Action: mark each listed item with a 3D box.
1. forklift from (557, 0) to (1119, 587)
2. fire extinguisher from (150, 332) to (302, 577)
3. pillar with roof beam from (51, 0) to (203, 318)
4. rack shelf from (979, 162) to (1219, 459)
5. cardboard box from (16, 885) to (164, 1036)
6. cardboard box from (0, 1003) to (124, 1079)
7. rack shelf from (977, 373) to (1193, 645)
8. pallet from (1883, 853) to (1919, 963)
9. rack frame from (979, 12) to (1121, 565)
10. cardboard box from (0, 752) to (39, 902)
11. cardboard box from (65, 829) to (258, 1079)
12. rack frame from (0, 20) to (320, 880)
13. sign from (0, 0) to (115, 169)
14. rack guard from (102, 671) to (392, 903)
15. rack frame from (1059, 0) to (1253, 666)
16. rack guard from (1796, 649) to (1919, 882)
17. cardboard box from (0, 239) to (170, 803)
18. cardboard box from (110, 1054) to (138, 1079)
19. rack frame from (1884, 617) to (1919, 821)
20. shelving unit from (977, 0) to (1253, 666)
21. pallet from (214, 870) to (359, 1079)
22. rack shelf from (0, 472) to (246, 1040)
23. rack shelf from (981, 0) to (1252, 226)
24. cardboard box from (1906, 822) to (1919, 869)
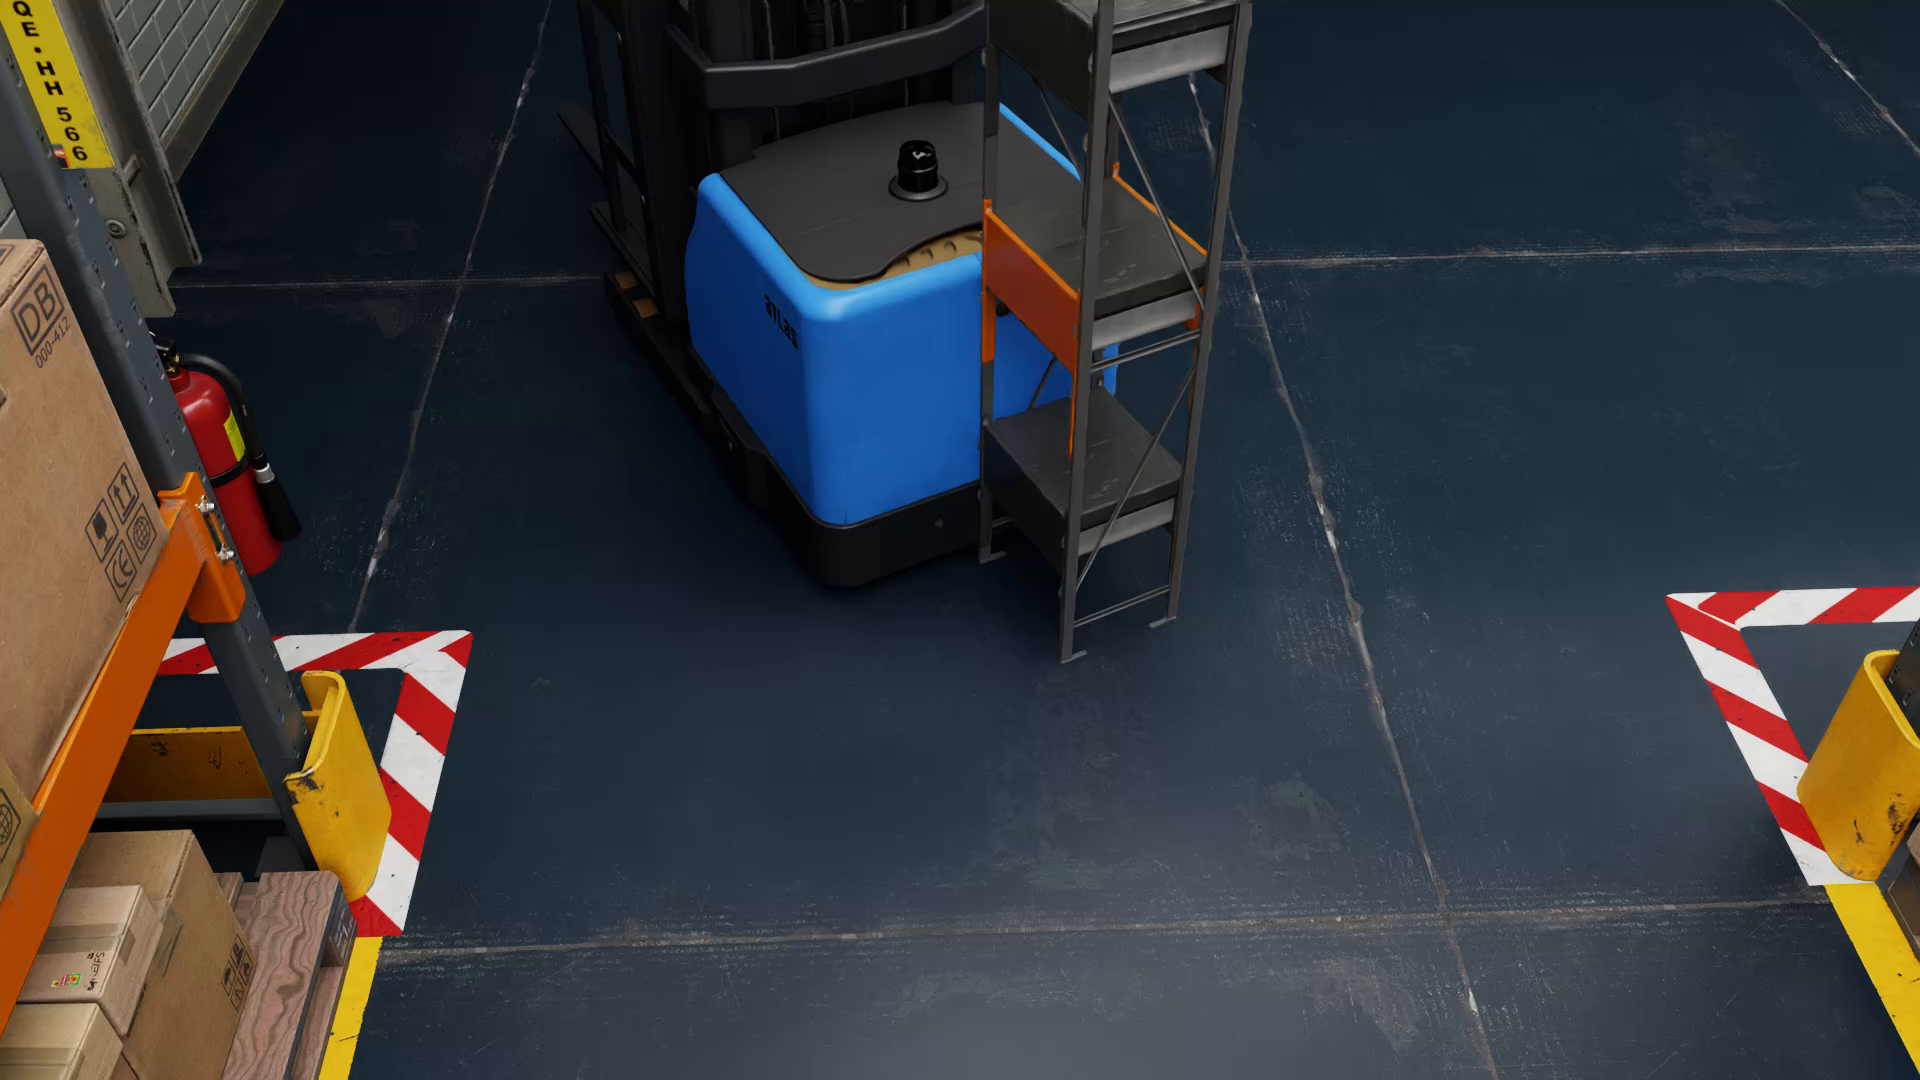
[{"bbox_3d":[-0.652,-1.927,5.183,1.130,2.935,3.031,-20,46,-21],"label":"forklift"},{"bbox_3d":[-1.644,-0.212,3.595,0.296,0.674,0.183,-2,43,-2],"label":"fire extinguisher"},{"bbox_3d":[1.223,-4.396,3.386,9.100,9.000,0.400,-2,43,-2],"label":"pillar with roof beam"},{"bbox_3d":[0.353,-0.610,4.382,0.431,0.518,0.480,-20,46,-20],"label":"rack shelf"},{"bbox_3d":[-1.782,0.816,3.199,0.380,0.149,0.250,-2,43,-2],"label":"cardboard box"},{"bbox_3d":[-1.770,0.988,3.011,0.380,0.149,0.250,-1,43,-1],"label":"cardboard box"},{"bbox_3d":[0.353,-0.094,4.855,0.431,0.518,0.480,-20,46,-20],"label":"rack shelf"},{"bbox_3d":[2.888,1.210,3.774,1.003,0.211,1.213,-2,43,-2],"label":"pallet"},{"bbox_3d":[0.238,-0.765,4.531,0.400,2.100,0.015,-20,46,-20],"label":"rack frame"},{"bbox_3d":[-2.025,0.461,2.305,0.980,0.700,0.700,-2,43,-2],"label":"cardboard box"},{"bbox_3d":[-1.969,0.973,3.507,0.700,0.500,0.500,-2,43,-2],"label":"cardboard box"},{"bbox_3d":[-2.099,-0.263,3.317,1.000,3.000,0.127,-2,43,-2],"label":"rack frame"},{"bbox_3d":[-1.556,-0.783,2.852,0.100,0.325,0.005,-2,43,-2],"label":"sign"},{"bbox_3d":[-2.100,0.642,4.179,1.175,0.500,0.348,-2,43,-2],"label":"rack guard"},{"bbox_3d":[0.468,-0.475,4.214,0.400,2.100,0.015,-20,46,-20],"label":"rack frame"},{"bbox_3d":[2.853,0.565,4.263,1.175,0.500,0.348,-2,43,-2],"label":"rack guard"},{"bbox_3d":[-2.067,-0.029,2.840,0.980,0.700,0.700,0,43,0],"label":"cardboard box"},{"bbox_3d":[-1.948,1.311,3.139,0.700,0.500,0.500,-2,43,-2],"label":"cardboard box"},{"bbox_3d":[2.850,-0.408,3.475,1.000,3.000,0.127,-2,43,-2],"label":"rack frame"},{"bbox_3d":[0.353,-0.620,4.372,0.431,2.100,0.503,-20,46,-20],"label":"shelving unit"},{"bbox_3d":[-1.987,1.303,3.673,1.003,0.211,1.213,-2,43,-2],"label":"pallet"},{"bbox_3d":[-2.014,1.352,2.087,1.077,0.370,4.000,-2,43,-2],"label":"rack shelf"},{"bbox_3d":[0.353,-1.126,3.909,0.431,0.518,0.480,-20,46,-20],"label":"rack shelf"},{"bbox_3d":[2.524,0.774,3.970,0.380,0.149,0.250,-2,43,-2],"label":"cardboard box"}]
